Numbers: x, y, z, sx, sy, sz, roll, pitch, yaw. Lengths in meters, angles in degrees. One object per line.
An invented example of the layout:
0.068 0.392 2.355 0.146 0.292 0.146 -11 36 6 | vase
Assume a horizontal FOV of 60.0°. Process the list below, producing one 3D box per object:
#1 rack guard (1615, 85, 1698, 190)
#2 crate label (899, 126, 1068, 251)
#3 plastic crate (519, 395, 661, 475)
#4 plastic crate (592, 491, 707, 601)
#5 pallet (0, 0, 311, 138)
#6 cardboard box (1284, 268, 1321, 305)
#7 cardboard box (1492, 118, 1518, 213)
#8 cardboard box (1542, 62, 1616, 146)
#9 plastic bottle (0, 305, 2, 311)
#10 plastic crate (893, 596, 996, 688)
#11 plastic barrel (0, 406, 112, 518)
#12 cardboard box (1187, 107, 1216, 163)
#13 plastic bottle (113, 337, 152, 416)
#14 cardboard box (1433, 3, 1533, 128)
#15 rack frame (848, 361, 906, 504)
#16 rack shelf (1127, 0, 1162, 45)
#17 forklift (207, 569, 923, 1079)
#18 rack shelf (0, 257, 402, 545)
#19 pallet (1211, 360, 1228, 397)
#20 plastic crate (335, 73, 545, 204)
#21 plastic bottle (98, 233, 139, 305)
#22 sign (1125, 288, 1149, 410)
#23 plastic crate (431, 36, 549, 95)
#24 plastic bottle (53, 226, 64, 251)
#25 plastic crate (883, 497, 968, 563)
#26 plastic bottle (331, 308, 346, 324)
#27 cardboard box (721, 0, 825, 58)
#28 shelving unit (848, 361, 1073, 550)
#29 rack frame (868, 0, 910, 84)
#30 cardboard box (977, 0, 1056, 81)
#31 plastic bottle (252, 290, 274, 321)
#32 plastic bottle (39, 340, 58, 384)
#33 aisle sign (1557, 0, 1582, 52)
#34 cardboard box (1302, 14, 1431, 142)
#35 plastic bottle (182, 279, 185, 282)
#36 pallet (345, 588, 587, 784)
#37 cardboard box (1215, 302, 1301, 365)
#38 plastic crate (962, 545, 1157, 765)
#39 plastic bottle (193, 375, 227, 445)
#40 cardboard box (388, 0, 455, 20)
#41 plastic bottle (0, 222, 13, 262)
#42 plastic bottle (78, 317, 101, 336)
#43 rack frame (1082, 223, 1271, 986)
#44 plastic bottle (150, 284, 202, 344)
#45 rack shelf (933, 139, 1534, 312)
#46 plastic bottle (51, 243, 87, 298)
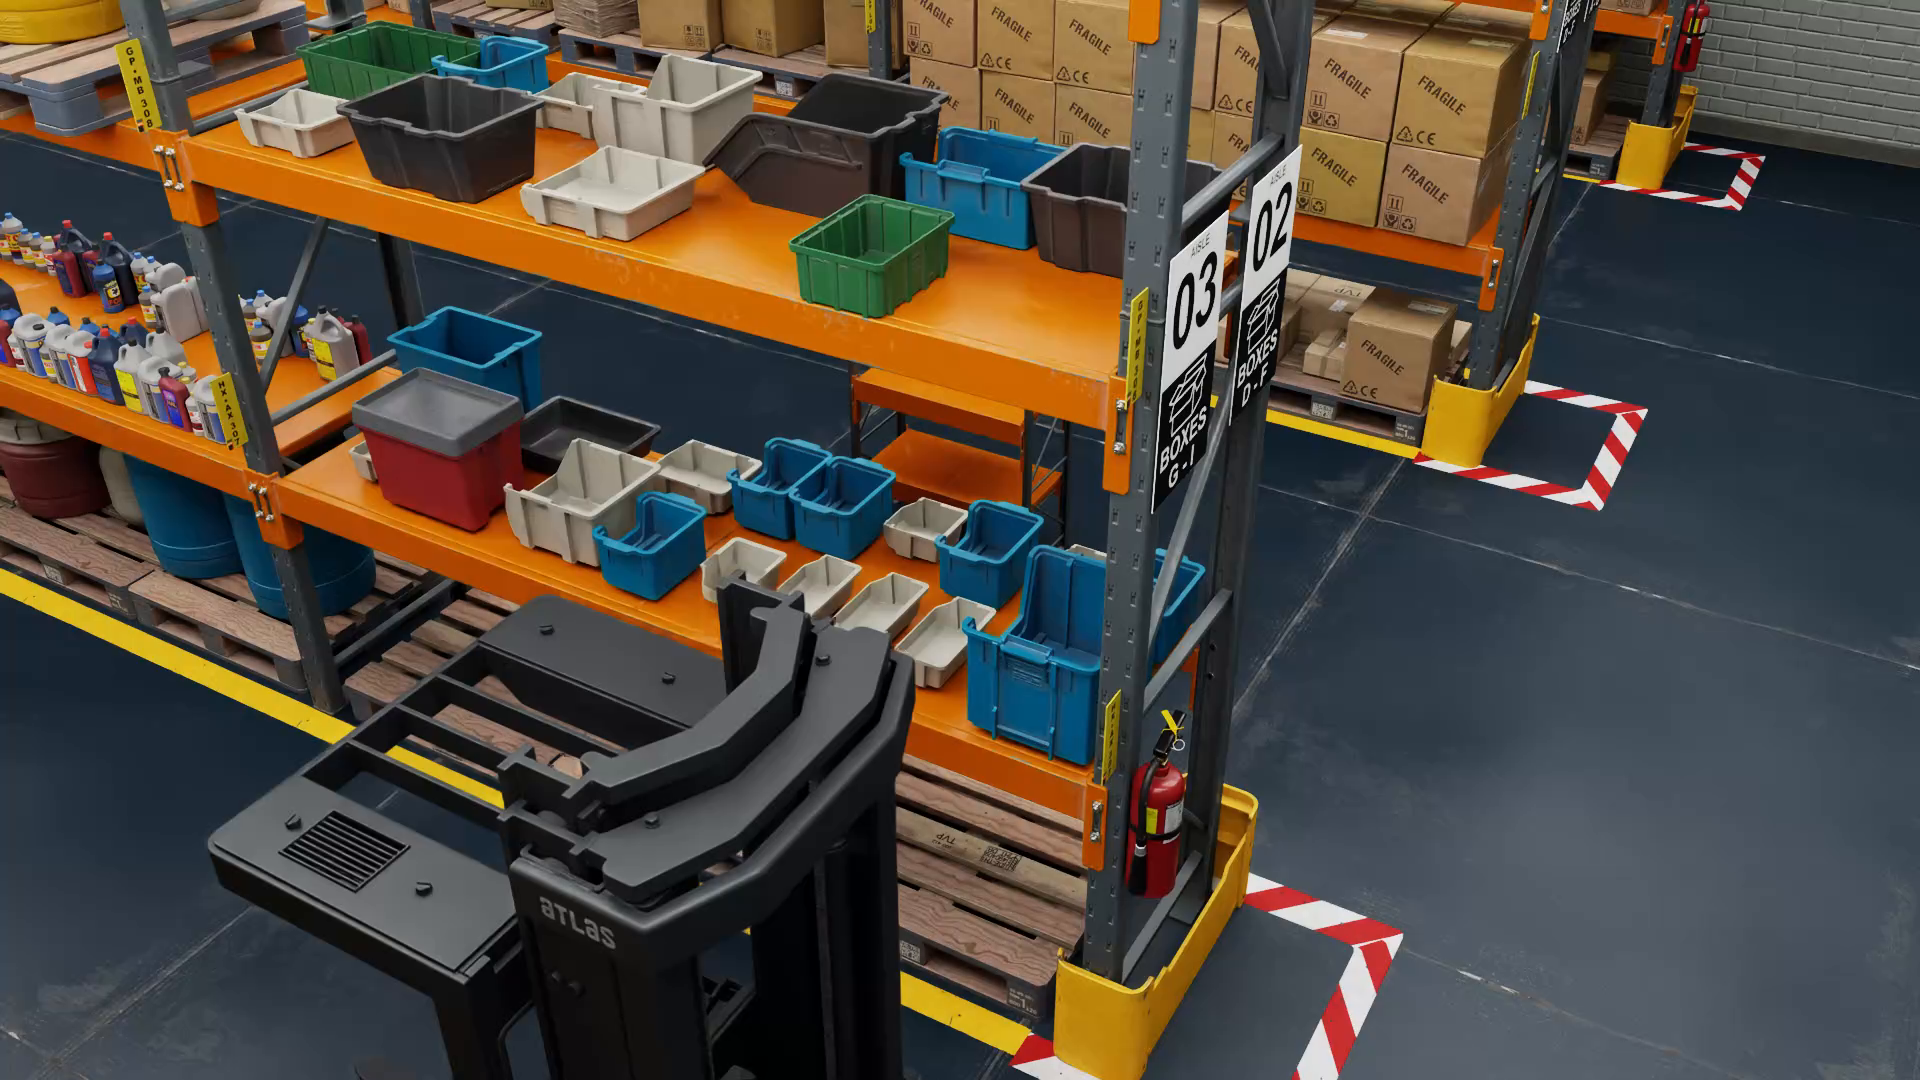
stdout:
5.671 -3.297 13.522 0.348 0.500 1.175 18 37 24 | rack guard
0.093 -1.173 5.504 0.502 0.251 0.408 18 37 24 | crate label
-1.634 -0.409 7.123 0.590 0.125 0.437 18 37 24 | plastic crate
-1.176 0.026 6.372 0.300 0.233 0.416 18 37 24 | plastic crate
-3.468 -2.015 6.805 1.003 0.211 1.213 18 37 24 | pallet
1.995 -1.559 10.740 0.500 0.250 0.500 18 37 24 | cardboard box
2.941 -2.250 9.603 0.500 0.500 0.500 18 38 25 | cardboard box
4.992 -3.623 13.632 0.500 0.500 0.700 18 37 24 | cardboard box
-4.656 -1.055 7.943 0.185 0.351 0.144 18 37 24 | plastic bottle
-0.064 0.371 5.942 0.243 0.136 0.396 18 37 24 | plastic crate
-4.798 -0.511 8.879 0.708 0.588 0.600 18 37 24 | plastic barrel
1.351 -2.413 9.848 0.500 0.500 0.500 17 37 24 | cardboard box
-3.699 -0.752 7.488 0.185 0.351 0.144 18 37 24 | plastic bottle
2.941 -2.666 9.326 0.500 0.500 0.500 19 38 26 | cardboard box
-0.435 -0.606 8.916 0.032 1.125 0.500 18 37 24 | rack frame
-1.002 -2.158 5.153 4.000 0.370 1.077 18 37 24 | rack shelf
-0.961 1.371 4.318 3.031 2.935 1.130 18 38 25 | forklift
-4.475 -0.928 8.357 4.000 0.370 1.077 18 37 24 | rack shelf
1.381 -1.375 10.895 1.213 0.211 1.003 18 37 24 | pallet
-1.796 -1.398 5.825 0.590 0.269 0.497 18 37 24 | plastic crate
-4.263 -1.385 8.439 0.185 0.351 0.144 18 37 24 | plastic bottle
0.475 -0.513 4.473 0.005 0.325 0.100 18 37 24 | sign
-1.790 -1.759 6.401 0.300 0.233 0.416 18 37 24 | plastic crate
-4.657 -1.508 8.685 0.133 0.283 0.061 18 37 24 | plastic bottle
-0.143 -0.033 6.548 0.298 0.136 0.250 18 37 24 | plastic crate
-2.961 -0.971 7.878 0.133 0.283 0.061 18 37 24 | plastic bottle
-1.207 -3.673 11.361 0.500 0.500 0.700 24 41 32 | cardboard box
0.006 -0.466 8.706 1.048 1.125 0.538 18 37 24 | shelving unit
-0.278 -3.060 10.909 0.127 3.000 1.000 18 37 24 | rack frame
0.440 -3.111 9.994 0.500 0.500 0.500 16 37 23 | cardboard box
-3.356 -1.080 8.052 0.097 0.271 0.097 0 34 0 | plastic bottle
-4.228 -0.842 7.758 0.097 0.201 0.097 0 34 0 | plastic bottle
3.102 -2.875 8.287 0.004 0.787 0.394 18 37 24 | aisle sign
2.233 -2.546 9.146 0.500 0.500 0.500 19 38 26 | cardboard box
-3.843 -1.205 8.303 0.097 0.201 0.097 0 34 0 | plastic bottle
-2.081 0.667 7.829 1.213 0.211 1.003 18 37 24 | pallet
1.791 -1.305 10.358 0.500 0.250 0.500 18 37 24 | cardboard box
0.351 0.381 5.656 0.499 0.435 0.616 18 37 24 | plastic crate
-3.241 -0.578 7.295 0.135 0.276 0.152 18 37 24 | plastic bottle
-4.045 -4.244 12.768 0.500 0.311 0.500 20 39 27 | cardboard box
-5.104 -1.604 8.903 0.097 0.201 0.097 0 34 0 | plastic bottle
-4.068 -0.918 7.809 0.097 0.271 0.097 0 34 0 | plastic bottle
0.734 0.423 5.679 0.127 3.000 1.000 18 37 24 | rack frame
-3.831 -1.117 8.105 0.135 0.276 0.152 18 37 24 | plastic bottle
1.459 -2.210 10.283 4.000 0.370 1.077 18 37 24 | rack shelf
-4.568 -1.388 8.504 0.133 0.283 0.061 18 37 24 | plastic bottle
